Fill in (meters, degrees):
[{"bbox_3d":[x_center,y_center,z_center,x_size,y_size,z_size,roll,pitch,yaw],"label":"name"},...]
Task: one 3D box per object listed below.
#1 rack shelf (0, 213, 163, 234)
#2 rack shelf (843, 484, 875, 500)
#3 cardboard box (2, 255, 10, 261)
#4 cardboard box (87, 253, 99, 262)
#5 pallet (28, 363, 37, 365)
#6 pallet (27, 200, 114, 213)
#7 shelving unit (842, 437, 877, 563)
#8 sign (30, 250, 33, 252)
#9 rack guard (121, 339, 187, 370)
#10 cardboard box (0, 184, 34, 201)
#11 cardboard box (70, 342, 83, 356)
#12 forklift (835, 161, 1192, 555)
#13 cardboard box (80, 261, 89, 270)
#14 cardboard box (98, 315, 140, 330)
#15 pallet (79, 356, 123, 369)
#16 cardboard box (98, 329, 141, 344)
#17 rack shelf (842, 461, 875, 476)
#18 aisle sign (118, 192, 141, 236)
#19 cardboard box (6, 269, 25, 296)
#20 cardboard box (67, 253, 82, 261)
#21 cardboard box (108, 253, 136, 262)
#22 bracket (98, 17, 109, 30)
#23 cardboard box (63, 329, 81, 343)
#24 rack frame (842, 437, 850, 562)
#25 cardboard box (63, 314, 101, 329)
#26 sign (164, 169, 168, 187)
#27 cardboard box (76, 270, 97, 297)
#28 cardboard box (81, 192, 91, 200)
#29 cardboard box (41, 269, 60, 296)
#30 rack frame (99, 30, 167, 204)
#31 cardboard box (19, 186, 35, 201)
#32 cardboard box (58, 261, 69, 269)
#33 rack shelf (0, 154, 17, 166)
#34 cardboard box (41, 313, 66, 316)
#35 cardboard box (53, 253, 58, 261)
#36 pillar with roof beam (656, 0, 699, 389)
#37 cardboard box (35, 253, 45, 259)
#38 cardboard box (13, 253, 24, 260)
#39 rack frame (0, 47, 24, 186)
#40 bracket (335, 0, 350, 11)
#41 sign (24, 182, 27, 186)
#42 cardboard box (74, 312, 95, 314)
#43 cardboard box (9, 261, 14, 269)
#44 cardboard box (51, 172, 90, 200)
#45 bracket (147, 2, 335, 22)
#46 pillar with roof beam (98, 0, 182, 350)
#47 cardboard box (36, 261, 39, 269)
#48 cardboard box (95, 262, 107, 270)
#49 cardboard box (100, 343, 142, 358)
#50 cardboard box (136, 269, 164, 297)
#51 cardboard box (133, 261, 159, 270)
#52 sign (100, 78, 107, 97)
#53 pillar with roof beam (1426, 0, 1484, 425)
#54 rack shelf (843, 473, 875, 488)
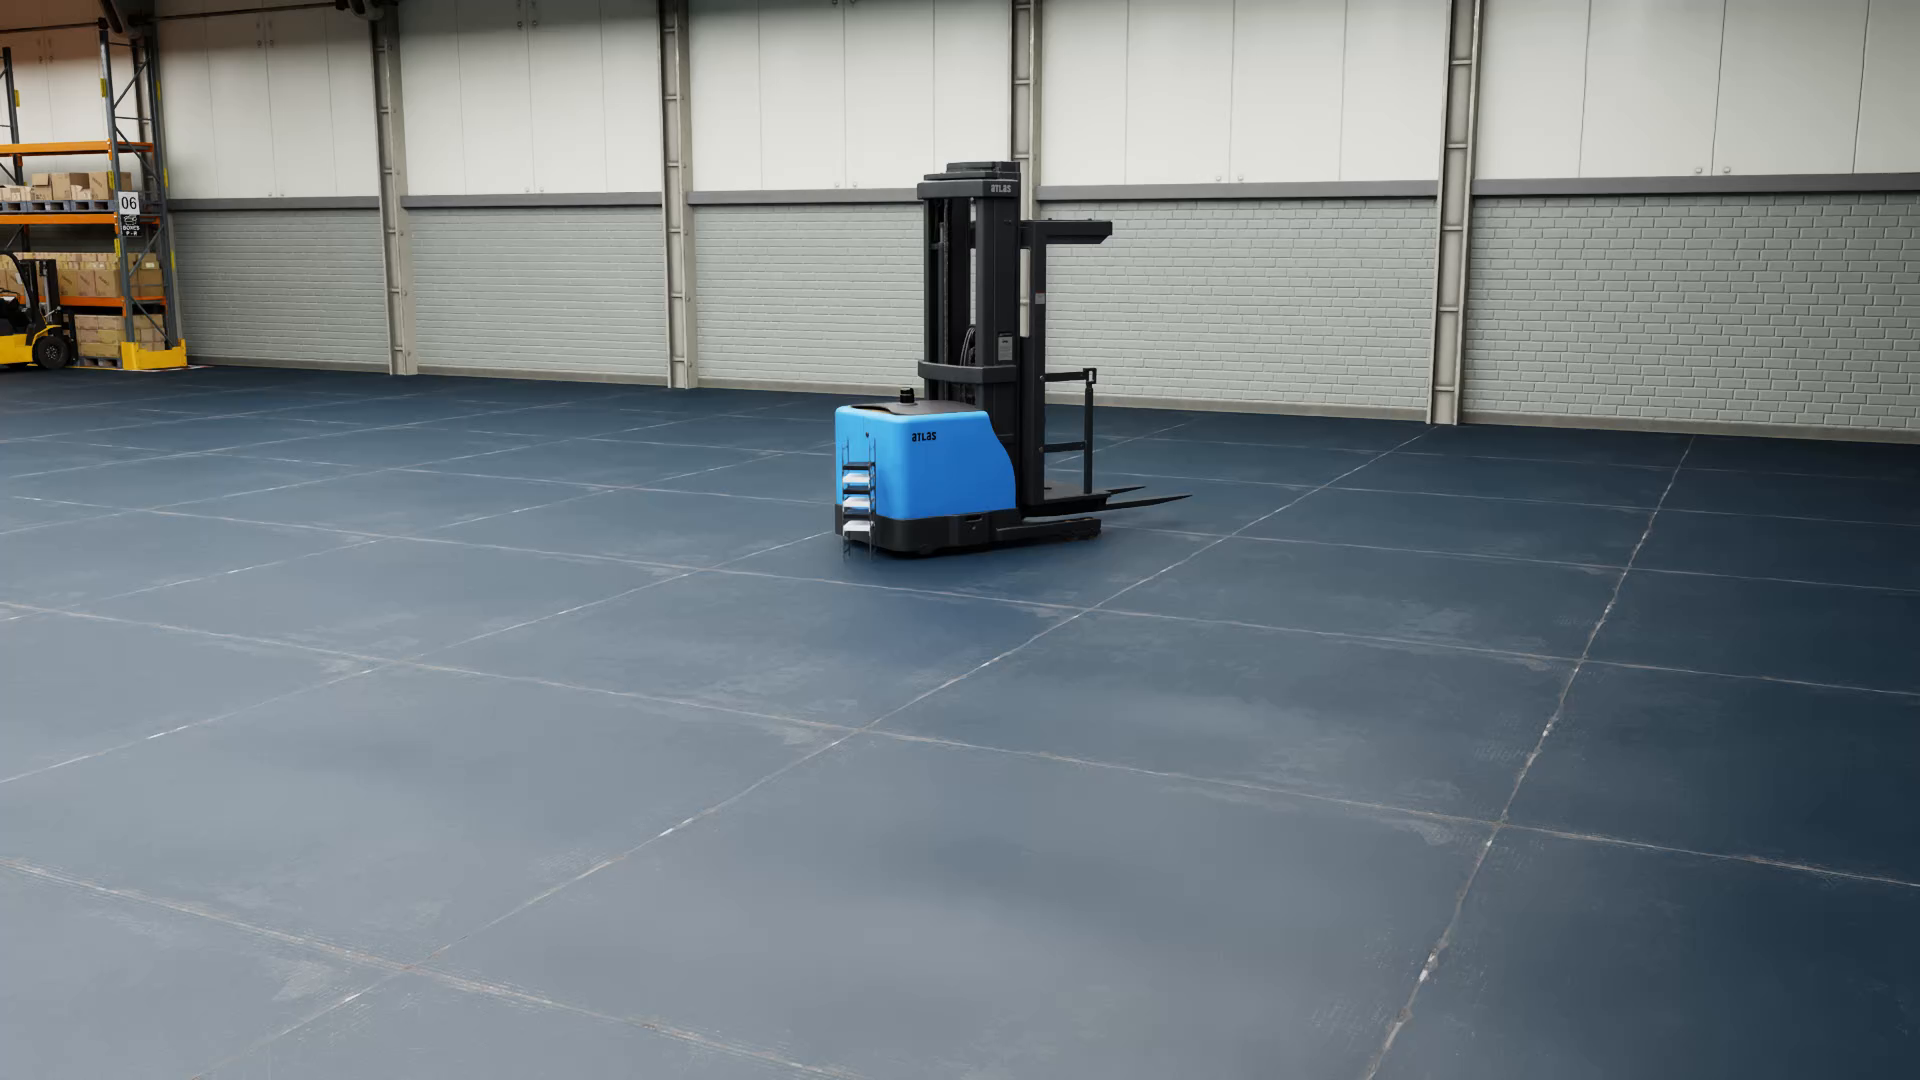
[{"bbox_3d":[-16.797,-5.969,31.384,4.000,0.370,1.077,5,11,26],"label":"rack shelf"},{"bbox_3d":[-0.748,-0.355,12.346,0.200,0.077,0.258,1,10,7],"label":"rack shelf"},{"bbox_3d":[-18.154,-5.443,31.945,0.250,0.149,0.380,5,11,27],"label":"cardboard box"},{"bbox_3d":[-15.900,-5.229,30.763,0.250,0.149,0.380,5,12,27],"label":"cardboard box"},{"bbox_3d":[-17.896,-3.563,32.323,1.213,0.211,1.003,5,11,26],"label":"pallet"},{"bbox_3d":[-16.724,-6.277,31.318,1.213,0.211,1.003,5,11,26],"label":"pallet"},{"bbox_3d":[-0.748,-0.299,12.356,0.210,0.900,0.258,1,10,7],"label":"shelving unit"},{"bbox_3d":[-18.347,-5.558,32.864,0.005,0.325,0.100,5,11,26],"label":"sign"},{"bbox_3d":[-14.982,-3.457,30.928,0.348,0.500,1.175,5,11,26],"label":"rack guard"},{"bbox_3d":[-17.953,-6.588,31.575,0.500,0.311,0.500,5,12,27],"label":"cardboard box"},{"bbox_3d":[-16.451,-3.611,31.300,0.500,0.250,0.500,5,11,26],"label":"cardboard box"},{"bbox_3d":[0.525,-1.504,13.311,3.031,2.935,1.130,-7,12,-33],"label":"forklift"},{"bbox_3d":[-16.104,-5.107,30.923,0.250,0.149,0.380,5,11,25],"label":"cardboard box"},{"bbox_3d":[-15.555,-4.021,30.760,0.500,0.250,0.500,5,12,28],"label":"cardboard box"},{"bbox_3d":[-15.708,-3.371,31.261,1.213,0.211,1.003,5,11,26],"label":"pallet"},{"bbox_3d":[-15.578,-3.777,30.815,0.500,0.250,0.500,5,11,25],"label":"cardboard box"},{"bbox_3d":[-0.748,-0.532,12.314,0.200,0.077,0.258,1,10,7],"label":"rack shelf"},{"bbox_3d":[-15.075,-5.916,30.197,0.004,0.787,0.394,5,11,26],"label":"aisle sign"},{"bbox_3d":[-17.834,-4.938,31.813,0.500,0.500,0.500,5,12,27],"label":"cardboard box"},{"bbox_3d":[-16.373,-5.263,30.952,0.250,0.149,0.380,5,12,27],"label":"cardboard box"},{"bbox_3d":[-15.418,-5.198,30.593,0.250,0.149,0.380,5,11,26],"label":"cardboard box"},{"bbox_3d":[-15.758,-9.587,30.827,0.430,0.232,0.235,5,11,26],"label":"bracket"},{"bbox_3d":[-16.496,-3.856,31.249,0.500,0.250,0.500,5,11,25],"label":"cardboard box"},{"bbox_3d":[-0.849,-0.301,12.369,0.006,0.900,0.240,1,10,7],"label":"rack frame"},{"bbox_3d":[-16.472,-4.099,31.188,0.500,0.250,0.500,5,11,27],"label":"cardboard box"},{"bbox_3d":[-14.753,-6.722,30.851,0.005,0.325,0.100,5,11,26],"label":"sign"},{"bbox_3d":[-16.022,-4.777,30.924,0.500,0.500,0.500,5,12,28],"label":"cardboard box"},{"bbox_3d":[-15.881,-6.314,30.518,0.250,0.149,0.380,5,11,24],"label":"cardboard box"},{"bbox_3d":[-16.938,-4.856,31.356,0.500,0.500,0.500,5,11,26],"label":"cardboard box"},{"bbox_3d":[-15.004,-7.641,30.182,0.127,3.000,1.000,5,11,26],"label":"rack frame"},{"bbox_3d":[-17.394,-6.505,31.242,0.258,0.266,0.396,5,11,24],"label":"cardboard box"},{"bbox_3d":[-16.600,-5.137,31.090,0.250,0.149,0.380,5,11,26],"label":"cardboard box"},{"bbox_3d":[-20.384,-7.563,32.894,4.000,0.370,1.077,5,11,26],"label":"rack shelf"},{"bbox_3d":[-17.390,-4.182,31.651,0.500,0.250,0.500,5,12,28],"label":"cardboard box"},{"bbox_3d":[-16.796,-5.318,31.256,0.250,0.149,0.380,5,11,27],"label":"cardboard box"},{"bbox_3d":[-6.373,-6.207,22.257,0.400,9.000,9.100,5,11,26],"label":"pillar with roof beam"},{"bbox_3d":[-17.246,-5.358,31.473,0.250,0.149,0.380,5,11,26],"label":"cardboard box"},{"bbox_3d":[-17.744,-5.385,31.624,0.250,0.149,0.380,5,12,27],"label":"cardboard box"},{"bbox_3d":[-18.591,-7.956,31.923,0.127,3.000,1.000,5,11,26],"label":"rack frame"},{"bbox_3d":[-10.378,-9.114,28.215,0.430,0.232,0.235,5,11,26],"label":"bracket"},{"bbox_3d":[-18.347,-6.862,32.628,0.005,0.325,0.100,5,11,26],"label":"sign"},{"bbox_3d":[-16.701,-4.224,31.882,0.500,0.250,0.500,5,11,25],"label":"cardboard box"},{"bbox_3d":[-17.942,-5.269,31.820,0.250,0.149,0.380,5,11,26],"label":"cardboard box"},{"bbox_3d":[-16.383,-6.563,30.906,0.500,0.500,0.700,5,11,26],"label":"cardboard box"},{"bbox_3d":[-12.688,-9.317,29.337,4.783,0.066,0.076,5,11,26],"label":"bracket"},{"bbox_3d":[-17.134,-7.152,27.481,0.548,9.000,9.100,5,11,26],"label":"pillar with roof beam"},{"bbox_3d":[-17.286,-5.200,31.437,0.250,0.149,0.380,5,11,24],"label":"cardboard box"},{"bbox_3d":[-15.681,-5.055,30.638,0.250,0.149,0.380,5,12,27],"label":"cardboard box"},{"bbox_3d":[-15.565,-3.529,30.849,0.500,0.250,0.500,5,11,26],"label":"cardboard box"},{"bbox_3d":[-15.325,-4.822,31.168,0.500,0.500,0.500,5,12,28],"label":"cardboard box"},{"bbox_3d":[-15.193,-5.126,31.026,0.250,0.149,0.380,5,11,24],"label":"cardboard box"},{"bbox_3d":[-15.256,-8.054,29.619,0.005,0.325,0.100,5,11,26],"label":"sign"},{"bbox_3d":[4.389,-5.261,17.032,0.400,9.000,9.100,5,11,26],"label":"pillar with roof beam"},{"bbox_3d":[-0.748,-0.443,12.330,0.200,0.077,0.258,1,10,7],"label":"rack shelf"}]
